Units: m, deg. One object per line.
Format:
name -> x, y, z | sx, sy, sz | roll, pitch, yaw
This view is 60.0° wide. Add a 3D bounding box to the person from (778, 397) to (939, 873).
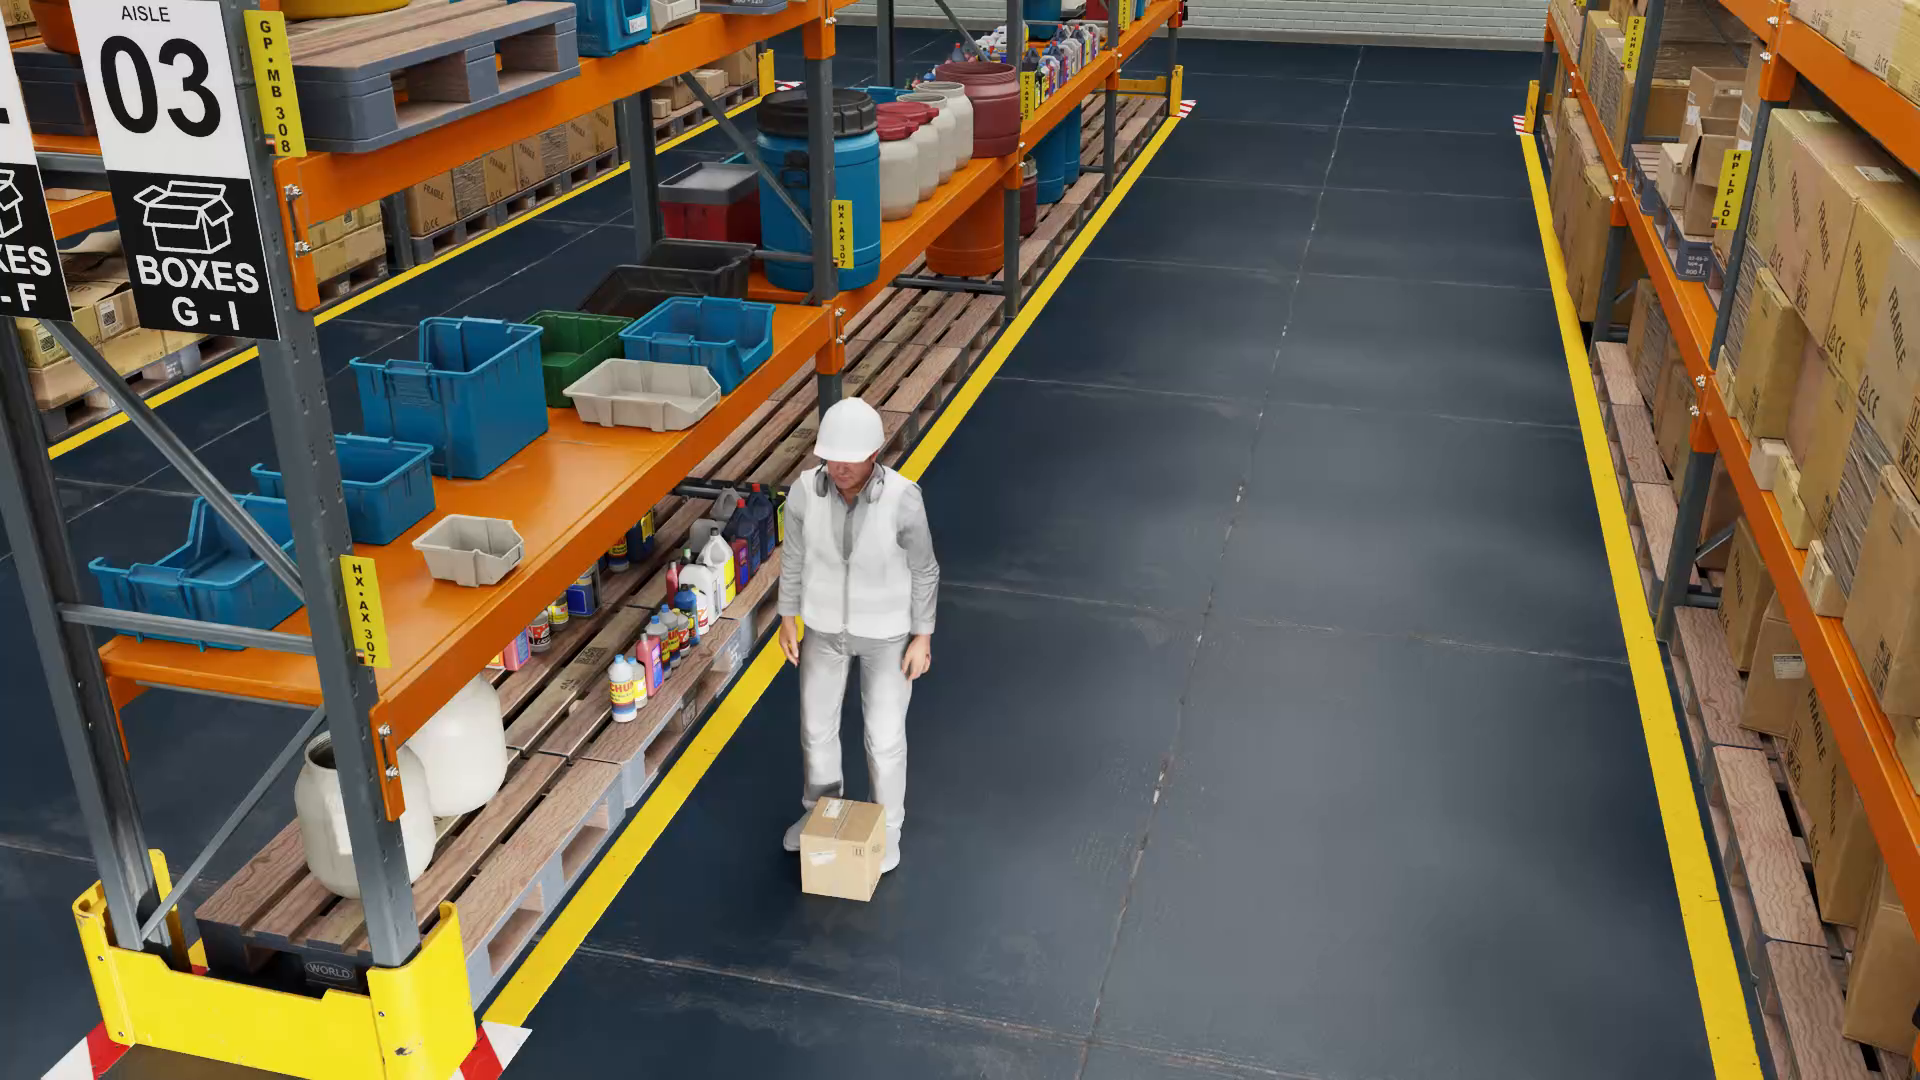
person -> -0.366, 0.316, 5.906 | 0.580, 1.771, 0.465 | 6, 26, 13
